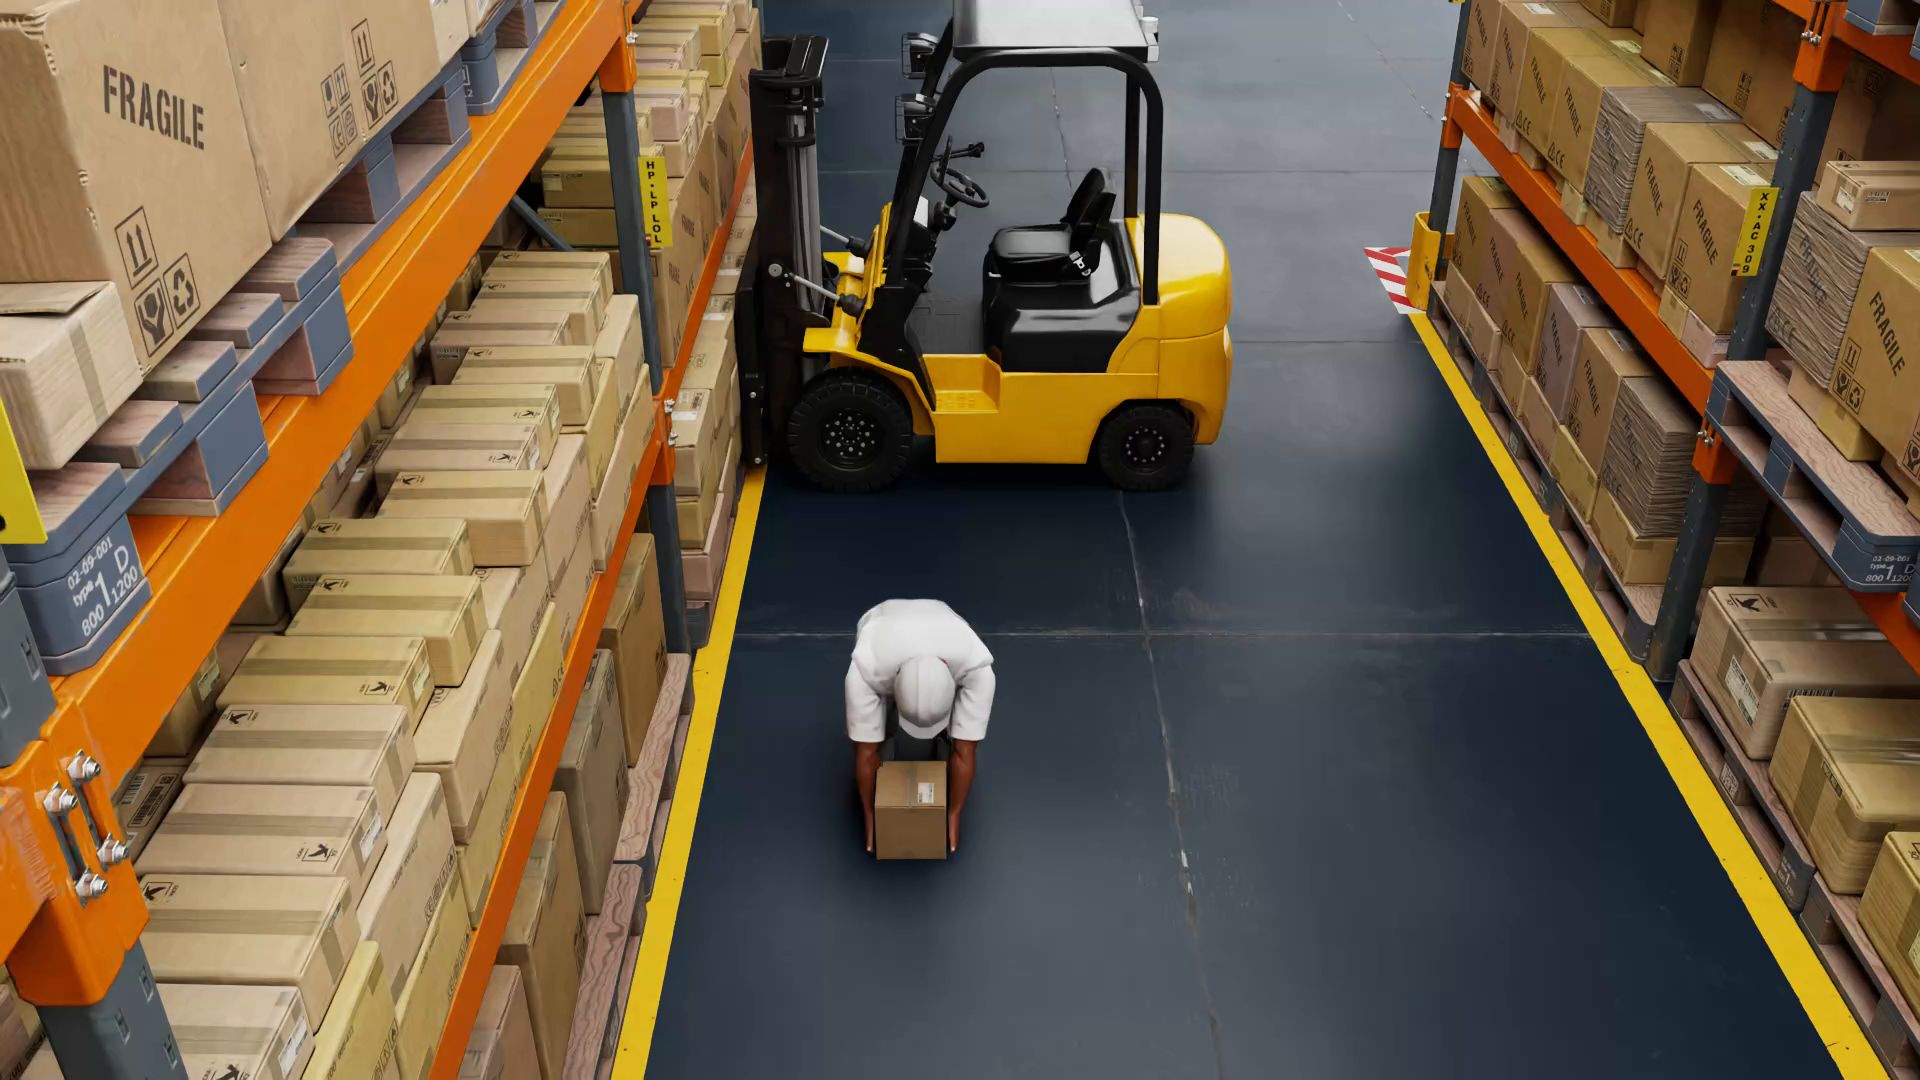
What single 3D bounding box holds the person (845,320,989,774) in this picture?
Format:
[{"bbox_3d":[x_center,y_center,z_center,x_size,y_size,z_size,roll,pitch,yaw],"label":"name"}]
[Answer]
[{"bbox_3d":[-0.156,0.102,5.950,0.503,1.761,0.587,1,31,2],"label":"person"}]
